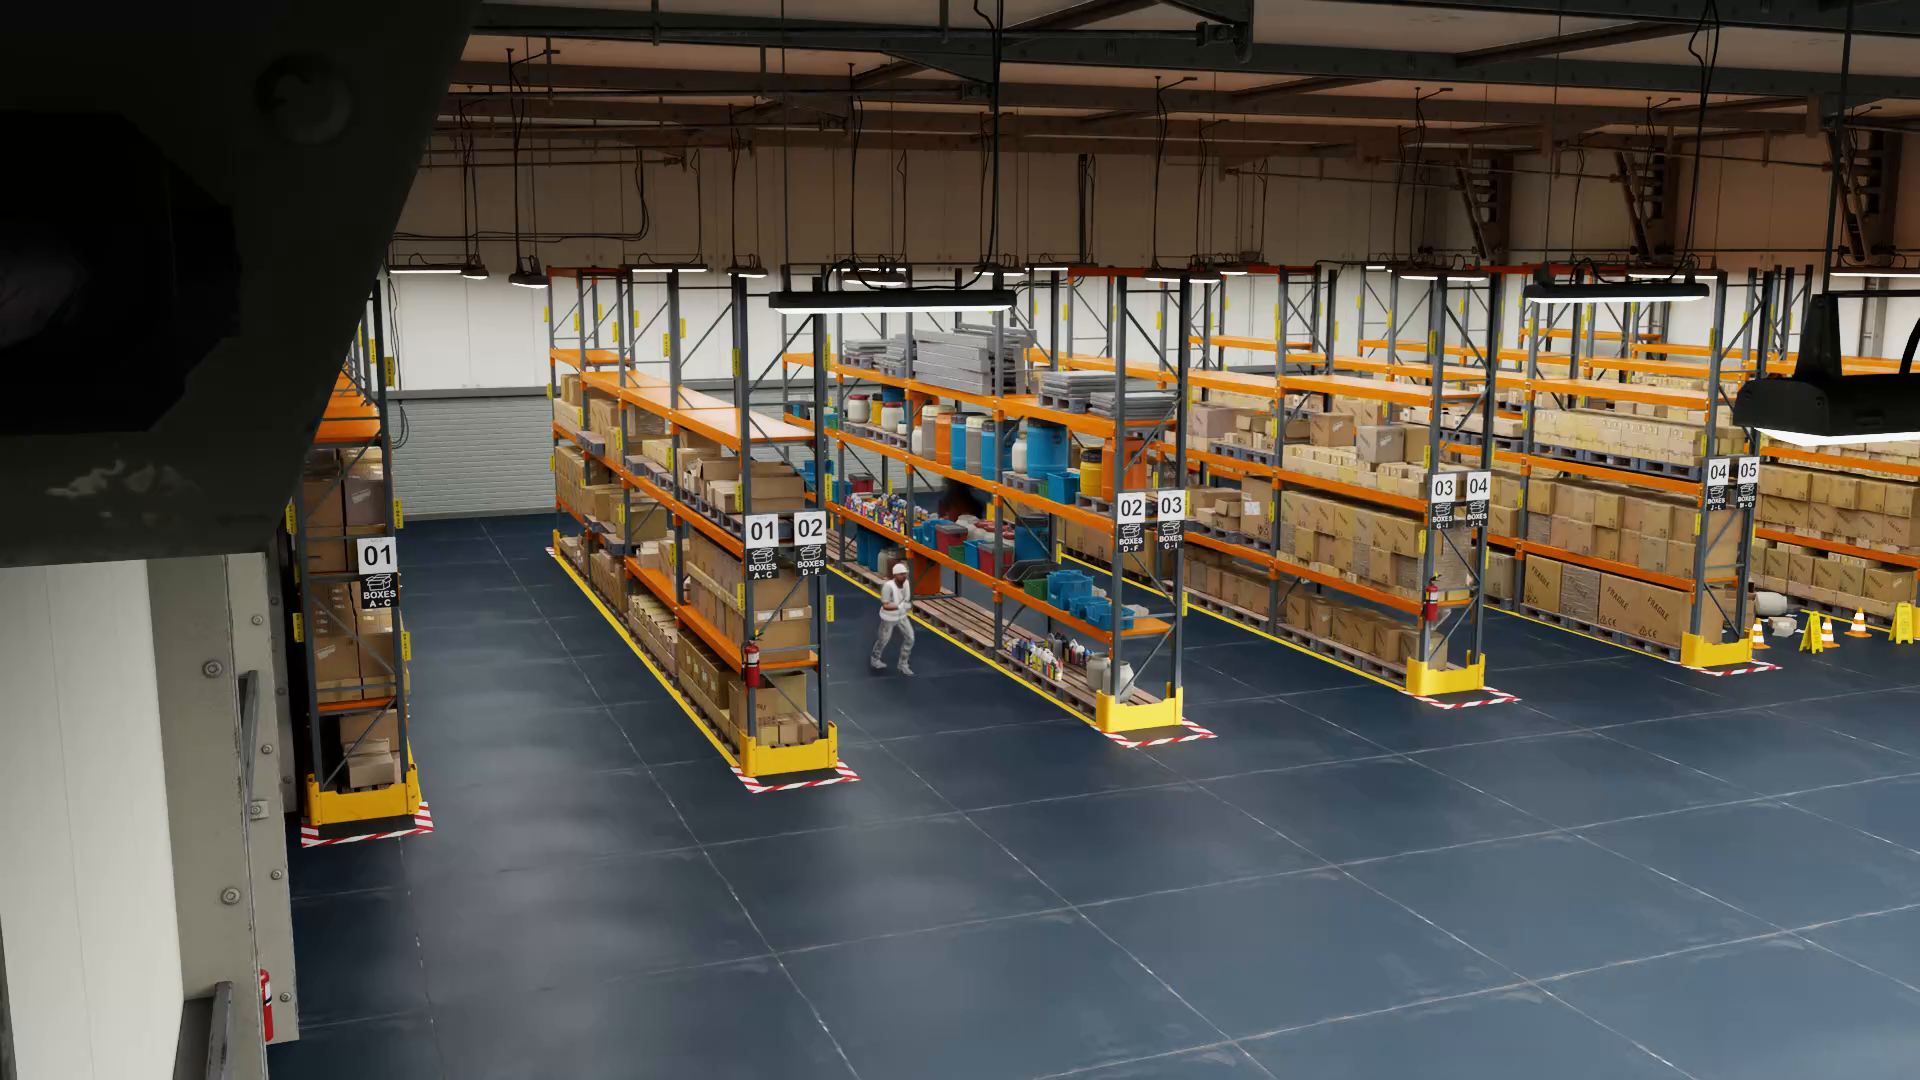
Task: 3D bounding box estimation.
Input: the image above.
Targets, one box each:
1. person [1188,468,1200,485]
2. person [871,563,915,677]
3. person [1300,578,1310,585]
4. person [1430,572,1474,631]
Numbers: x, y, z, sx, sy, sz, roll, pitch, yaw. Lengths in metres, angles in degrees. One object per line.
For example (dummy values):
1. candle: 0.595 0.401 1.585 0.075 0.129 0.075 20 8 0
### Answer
1. person: 5.730 -1.551 41.419 0.706 1.455 0.909 8 13 40
2. person: -0.968 1.184 24.912 0.702 1.741 0.987 -8 13 -39
3. person: 6.697 0.033 31.678 0.553 1.647 0.640 -5 11 -27
4. person: 7.930 0.784 27.082 0.679 1.725 0.860 -8 12 -37
